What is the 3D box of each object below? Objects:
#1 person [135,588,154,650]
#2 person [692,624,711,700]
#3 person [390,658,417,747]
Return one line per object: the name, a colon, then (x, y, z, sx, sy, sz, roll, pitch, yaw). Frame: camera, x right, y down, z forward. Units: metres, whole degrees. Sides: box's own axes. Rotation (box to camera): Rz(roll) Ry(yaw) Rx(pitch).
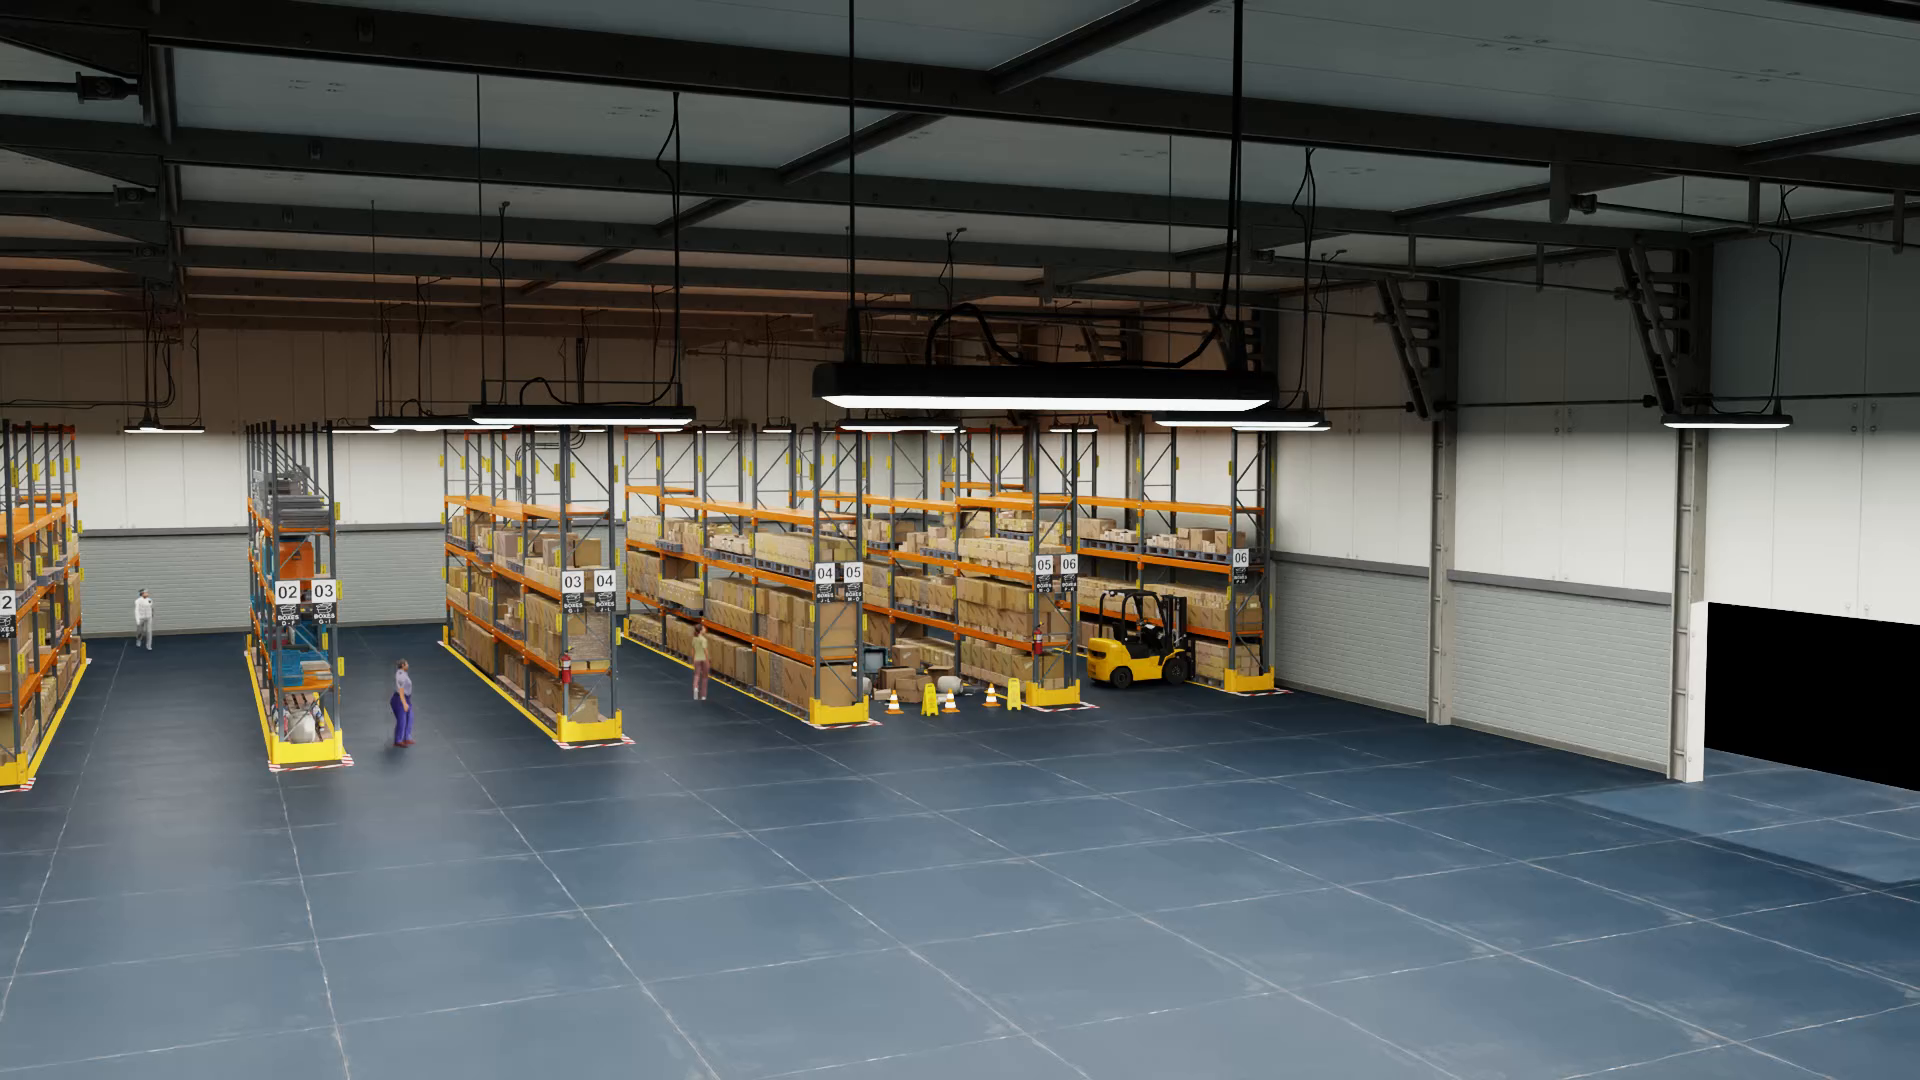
person: (-21.874, 2.097, 44.581, 0.450, 1.657, 0.781, -2, 4, -32)
person: (-5.594, 2.634, 35.901, 0.446, 1.659, 0.523, 1, 4, 9)
person: (-10.294, 2.996, 30.713, 0.396, 1.647, 0.556, 0, 4, 1)
